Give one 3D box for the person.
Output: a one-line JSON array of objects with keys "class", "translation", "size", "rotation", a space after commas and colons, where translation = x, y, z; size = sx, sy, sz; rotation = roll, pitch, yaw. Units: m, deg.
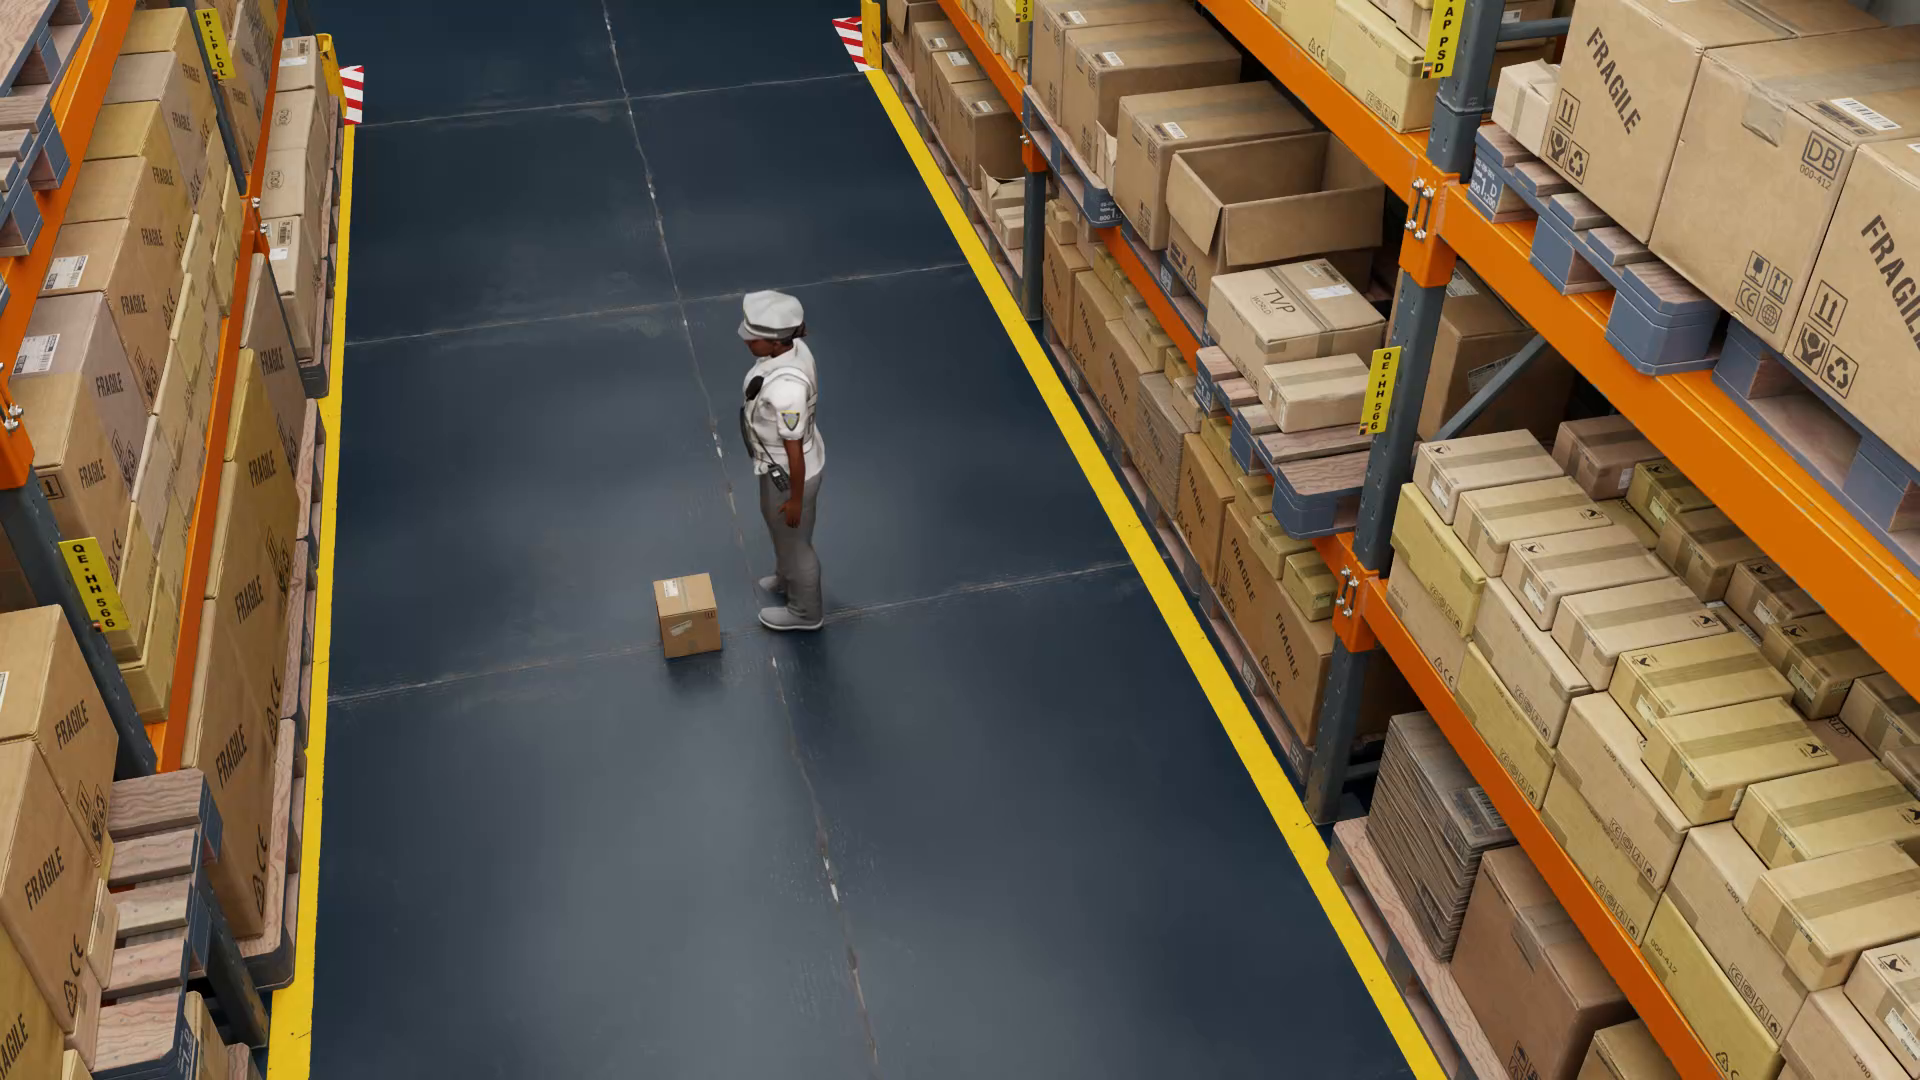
[{"class": "person", "translation": [-0.758, -0.307, 7.120], "size": [0.371, 1.722, 0.545], "rotation": [-2, 38, -3]}]
